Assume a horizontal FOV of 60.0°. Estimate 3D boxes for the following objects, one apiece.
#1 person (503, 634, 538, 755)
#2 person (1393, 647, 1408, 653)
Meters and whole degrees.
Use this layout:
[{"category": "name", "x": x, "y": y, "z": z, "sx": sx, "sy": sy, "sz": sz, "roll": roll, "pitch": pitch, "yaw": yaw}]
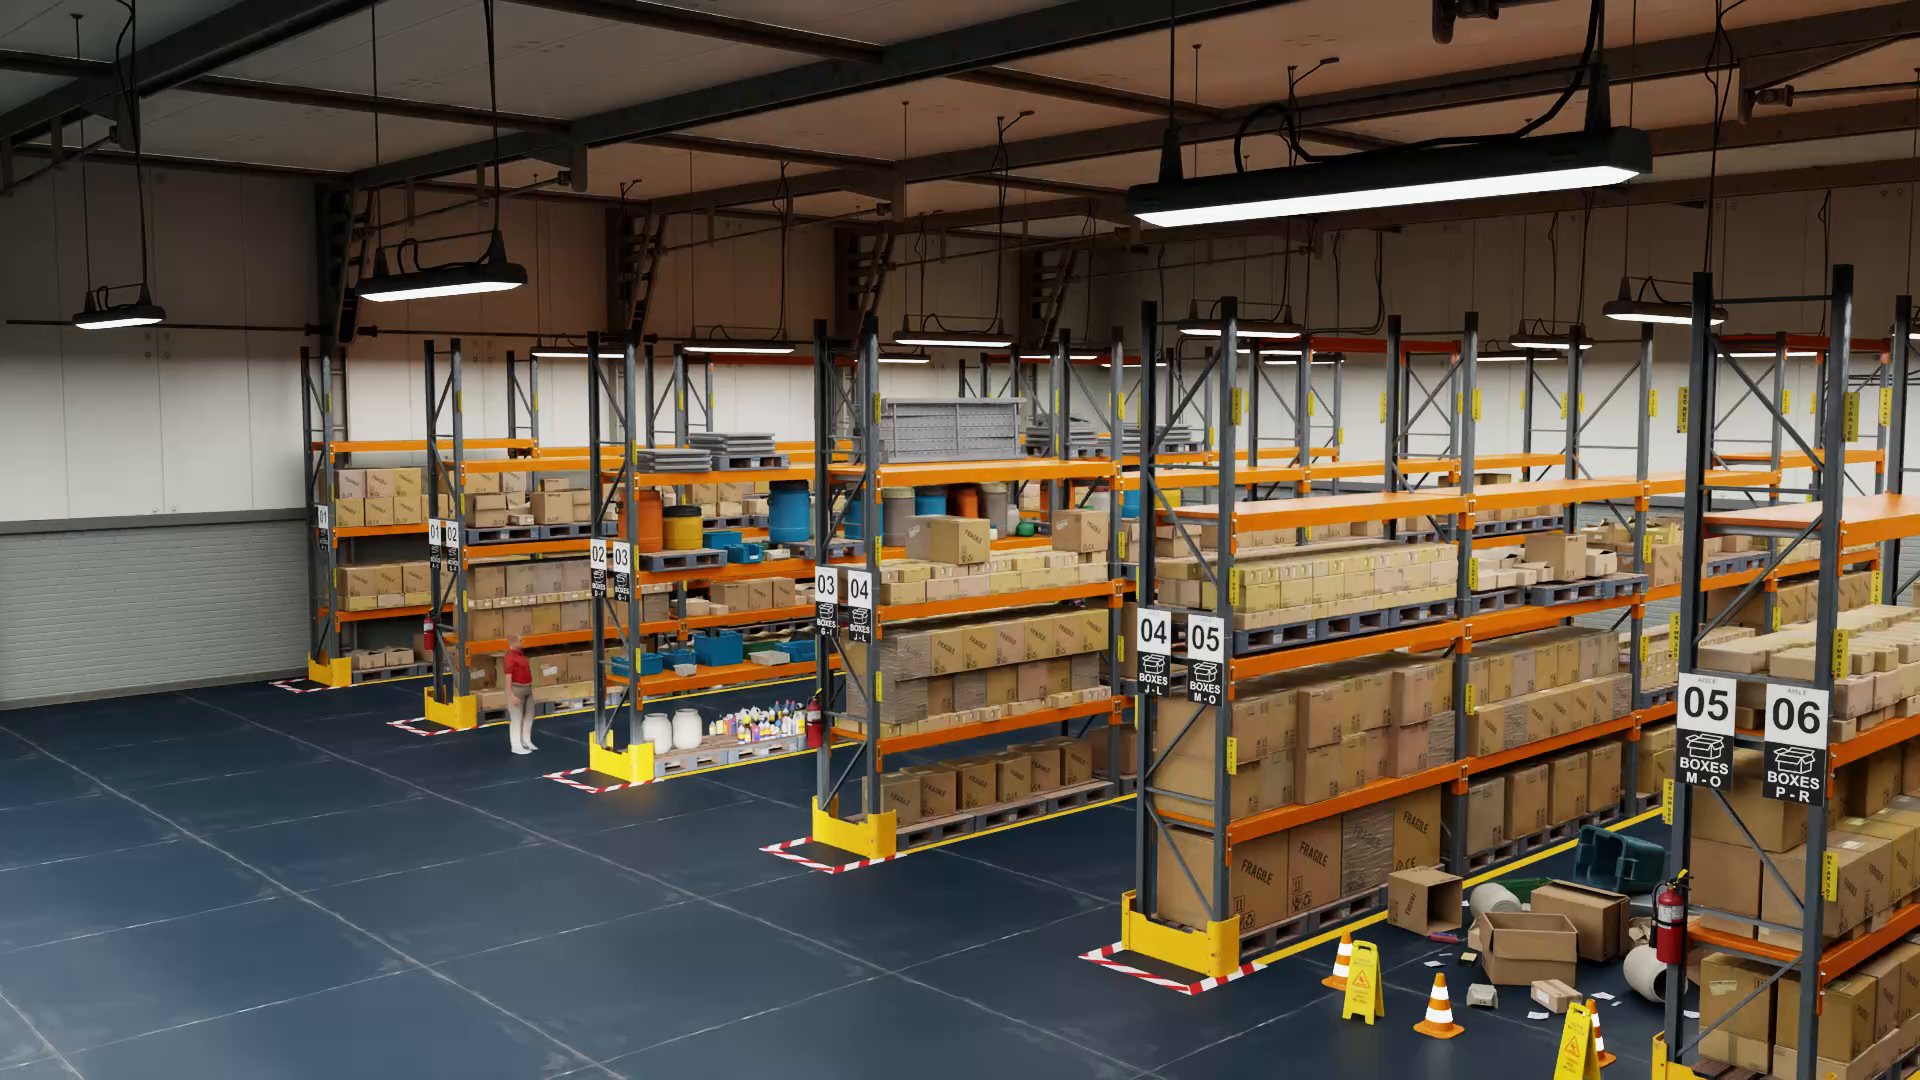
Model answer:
[{"category": "person", "x": -6.330, "y": 2.220, "z": 23.968, "sx": 0.428, "sy": 1.760, "sz": 0.618, "roll": 2, "pitch": 5, "yaw": 20}, {"category": "person", "x": 6.015, "y": 2.288, "z": 22.874, "sx": 0.482, "sy": 1.737, "sz": 1.085, "roll": 5, "pitch": 7, "yaw": 44}]
